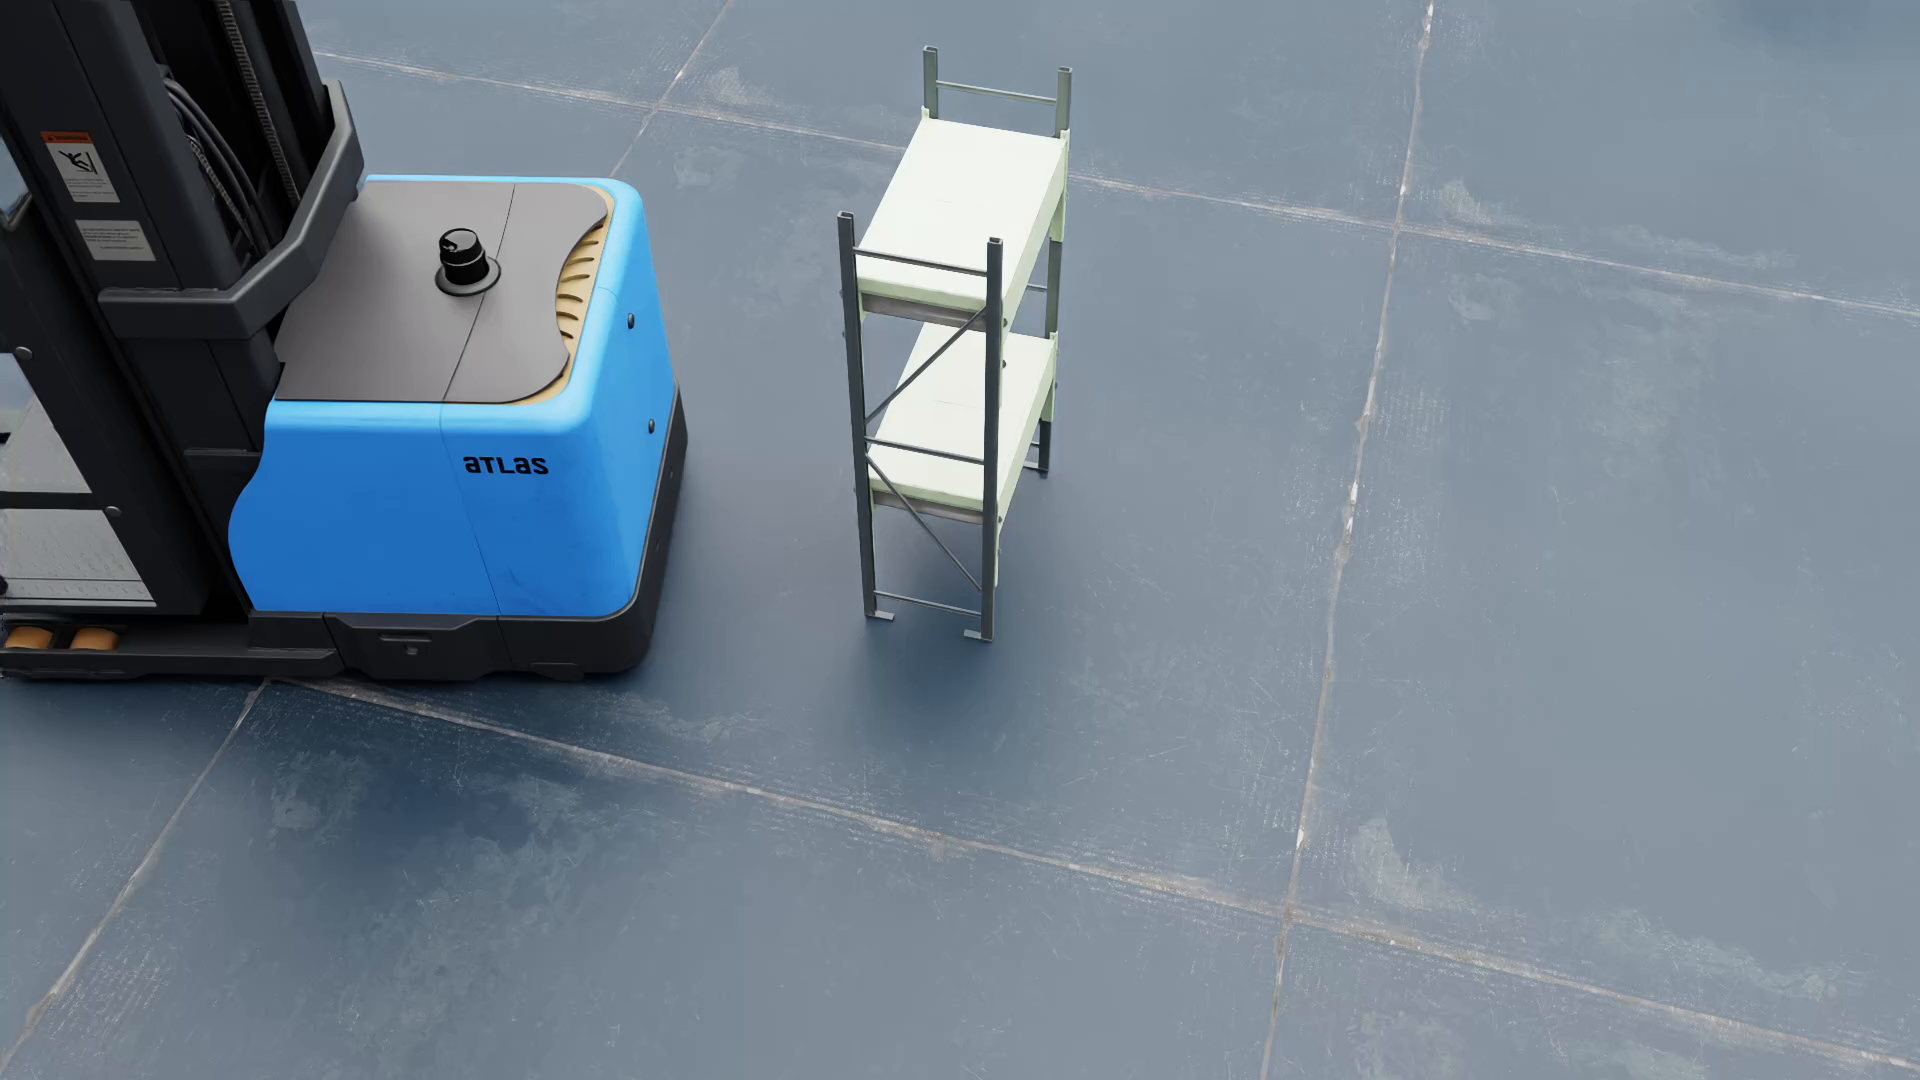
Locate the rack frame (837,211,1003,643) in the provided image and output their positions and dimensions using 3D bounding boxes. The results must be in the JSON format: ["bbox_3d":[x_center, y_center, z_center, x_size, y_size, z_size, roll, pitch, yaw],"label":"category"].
[{"bbox_3d":[-0.095,-0.236,4.458,0.400,1.500,0.023,12,50,10],"label":"rack frame"}]

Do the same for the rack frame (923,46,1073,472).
[{"bbox_3d":[0.098,-0.766,4.926,0.400,1.500,0.023,12,50,10],"label":"rack frame"}]

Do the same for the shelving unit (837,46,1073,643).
[{"bbox_3d":[0.002,-0.501,4.692,0.431,1.500,0.755,12,50,10],"label":"shelving unit"}]

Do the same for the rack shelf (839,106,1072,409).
[{"bbox_3d":[0.002,-0.759,4.399,0.431,0.370,0.720,12,50,10],"label":"rack shelf"}]

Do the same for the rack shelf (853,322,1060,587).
[{"bbox_3d":[0.002,-0.285,4.936,0.431,0.370,0.720,12,50,10],"label":"rack shelf"}]

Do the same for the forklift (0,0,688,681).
[{"bbox_3d":[-2.414,-0.956,4.139,3.031,2.935,1.130,1,49,1],"label":"forklift"}]
